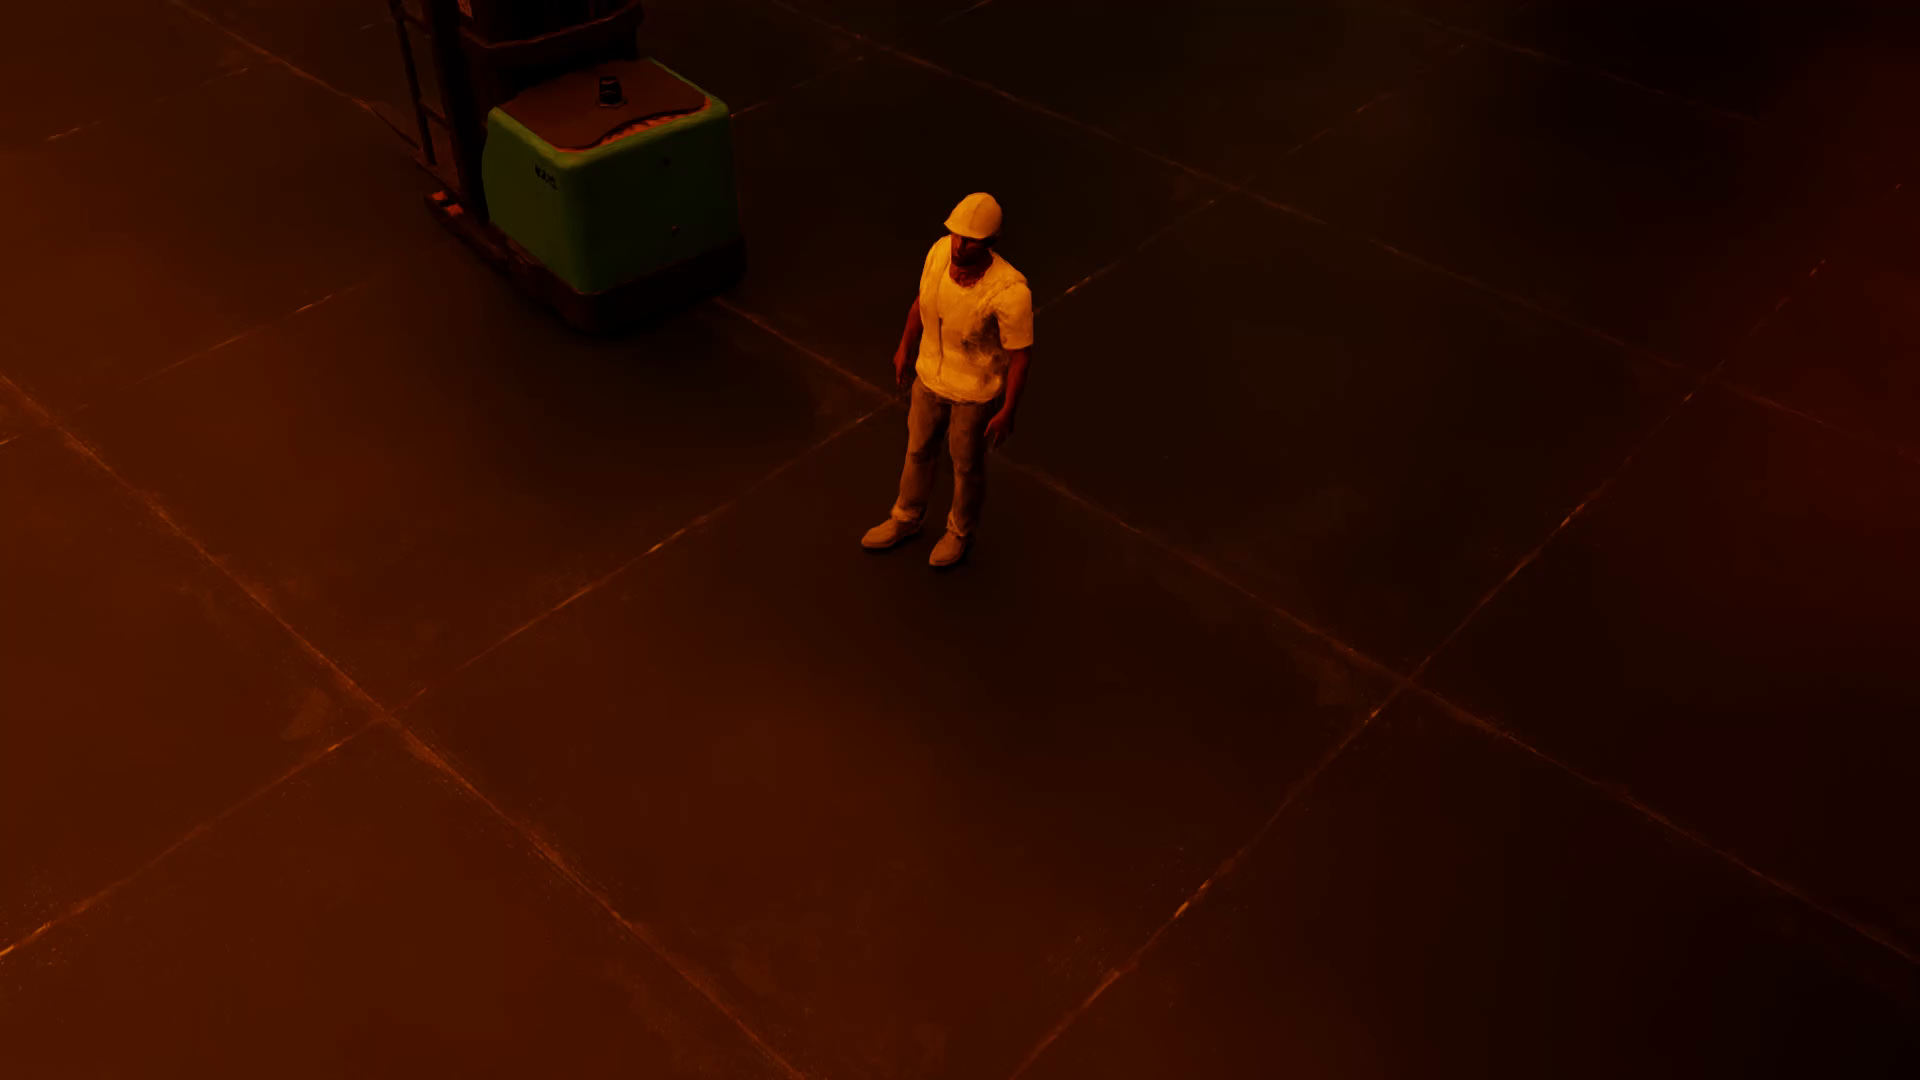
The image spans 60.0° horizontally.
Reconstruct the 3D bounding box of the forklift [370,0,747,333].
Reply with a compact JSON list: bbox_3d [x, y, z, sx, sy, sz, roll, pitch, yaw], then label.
[{"bbox_3d":[-2.526,-3.108,9.051,1.130,2.935,3.031,-29,48,-29],"label":"forklift"}]

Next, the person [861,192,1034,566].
[{"bbox_3d":[-0.051,-0.645,7.063,0.665,1.766,0.576,31,49,31],"label":"person"}]
